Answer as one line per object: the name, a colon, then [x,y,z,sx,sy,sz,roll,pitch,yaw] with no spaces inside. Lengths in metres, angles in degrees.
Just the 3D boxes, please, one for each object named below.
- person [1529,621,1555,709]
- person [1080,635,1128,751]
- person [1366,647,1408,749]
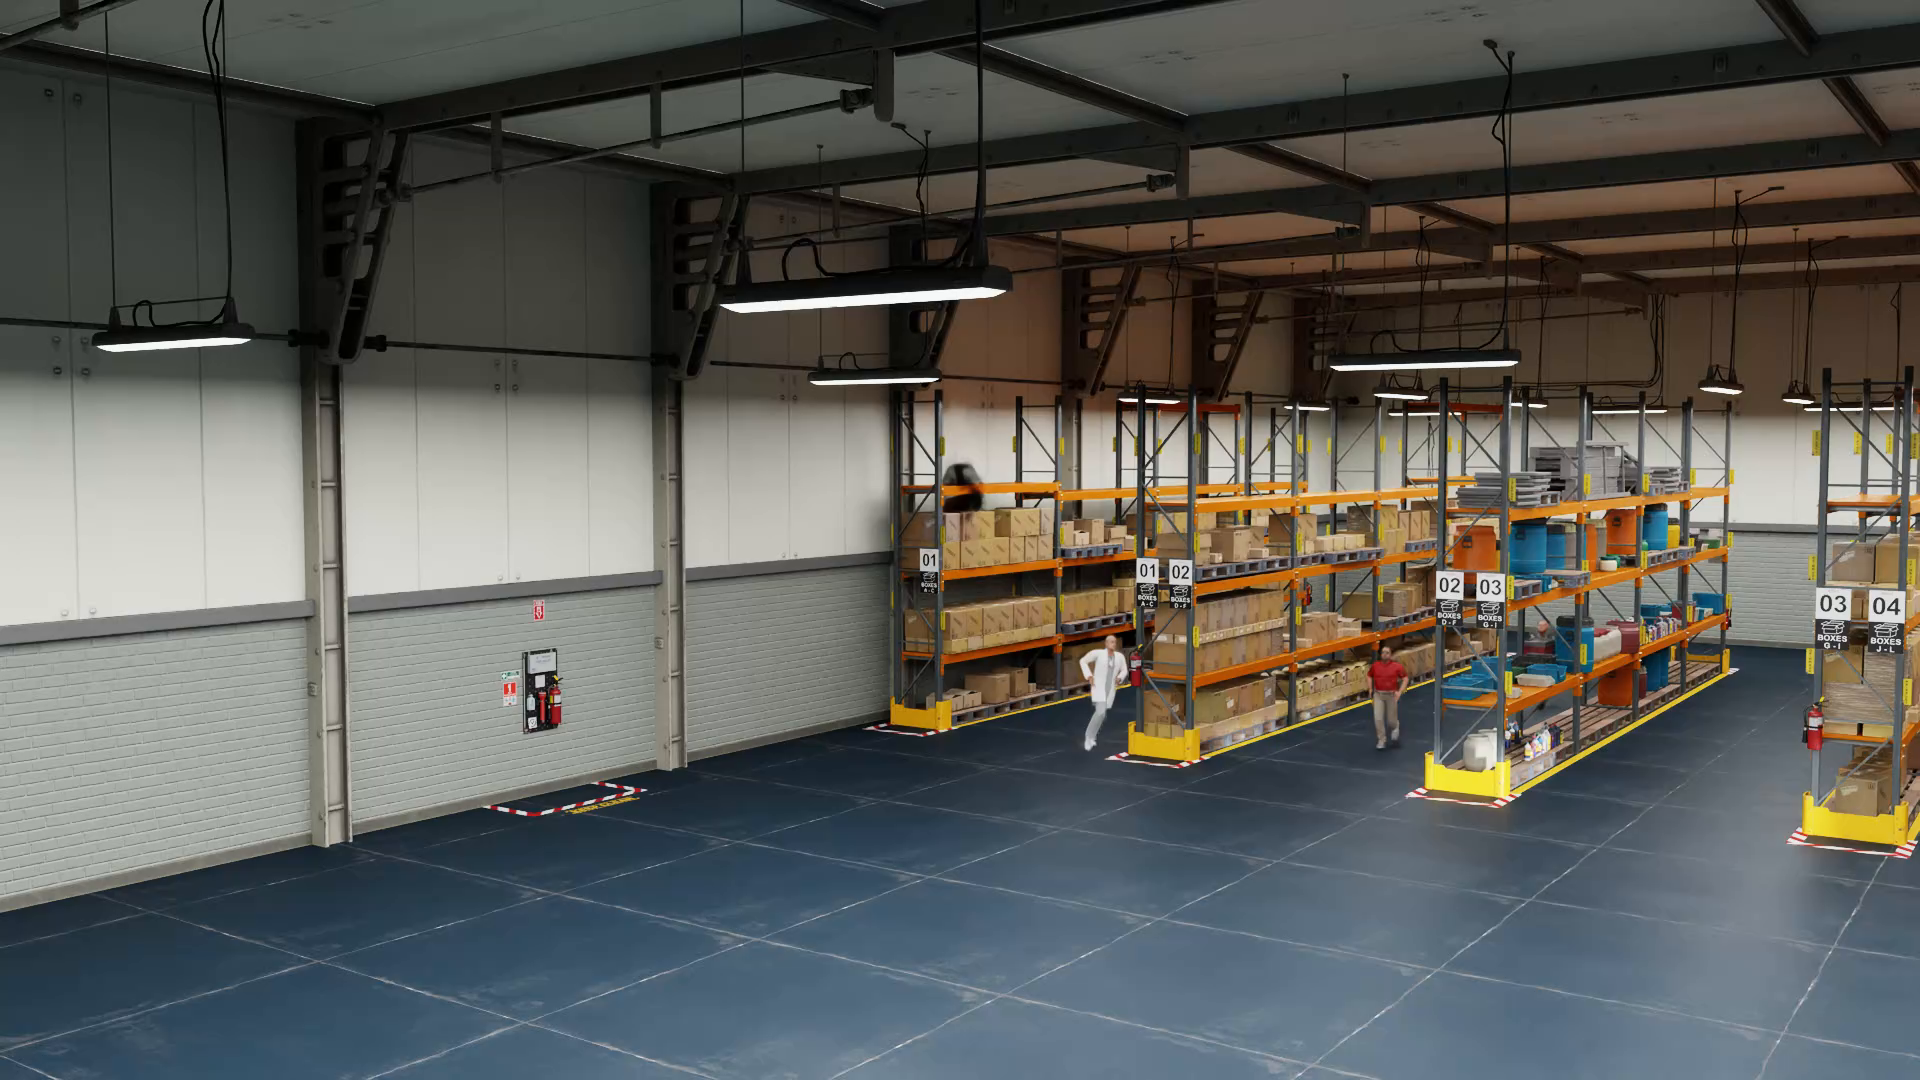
person: [11.138,2.387,31.853,0.628,1.686,0.588,2,4,34]
person: [2.302,2.401,26.185,0.708,1.806,0.659,-1,4,-24]
person: [7.081,2.600,27.618,0.705,1.675,0.671,2,4,26]
